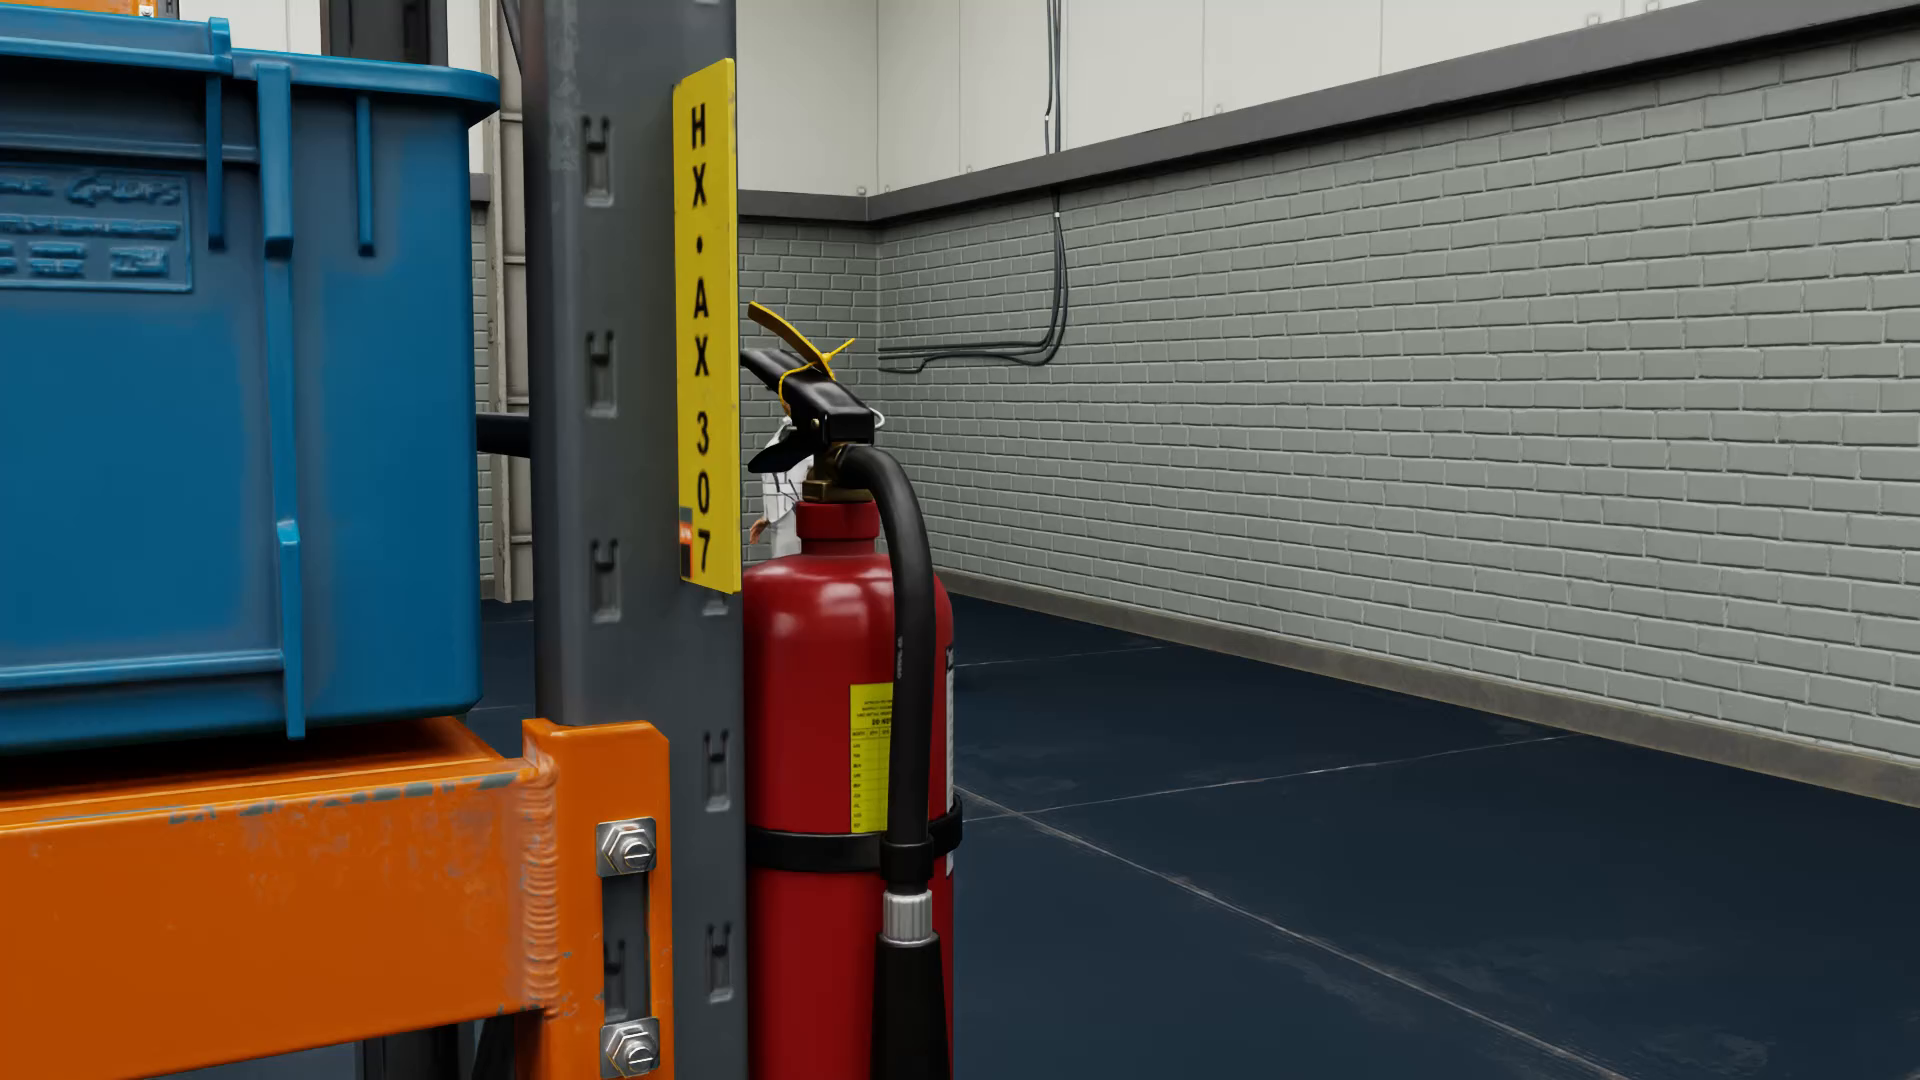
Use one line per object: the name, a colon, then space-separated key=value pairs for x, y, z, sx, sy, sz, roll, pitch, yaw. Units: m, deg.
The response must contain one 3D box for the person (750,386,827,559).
person: x=-0.881 y=-0.046 z=8.534 sx=0.497 sy=1.705 sz=0.521 roll=-2 pitch=5 yaw=-19
